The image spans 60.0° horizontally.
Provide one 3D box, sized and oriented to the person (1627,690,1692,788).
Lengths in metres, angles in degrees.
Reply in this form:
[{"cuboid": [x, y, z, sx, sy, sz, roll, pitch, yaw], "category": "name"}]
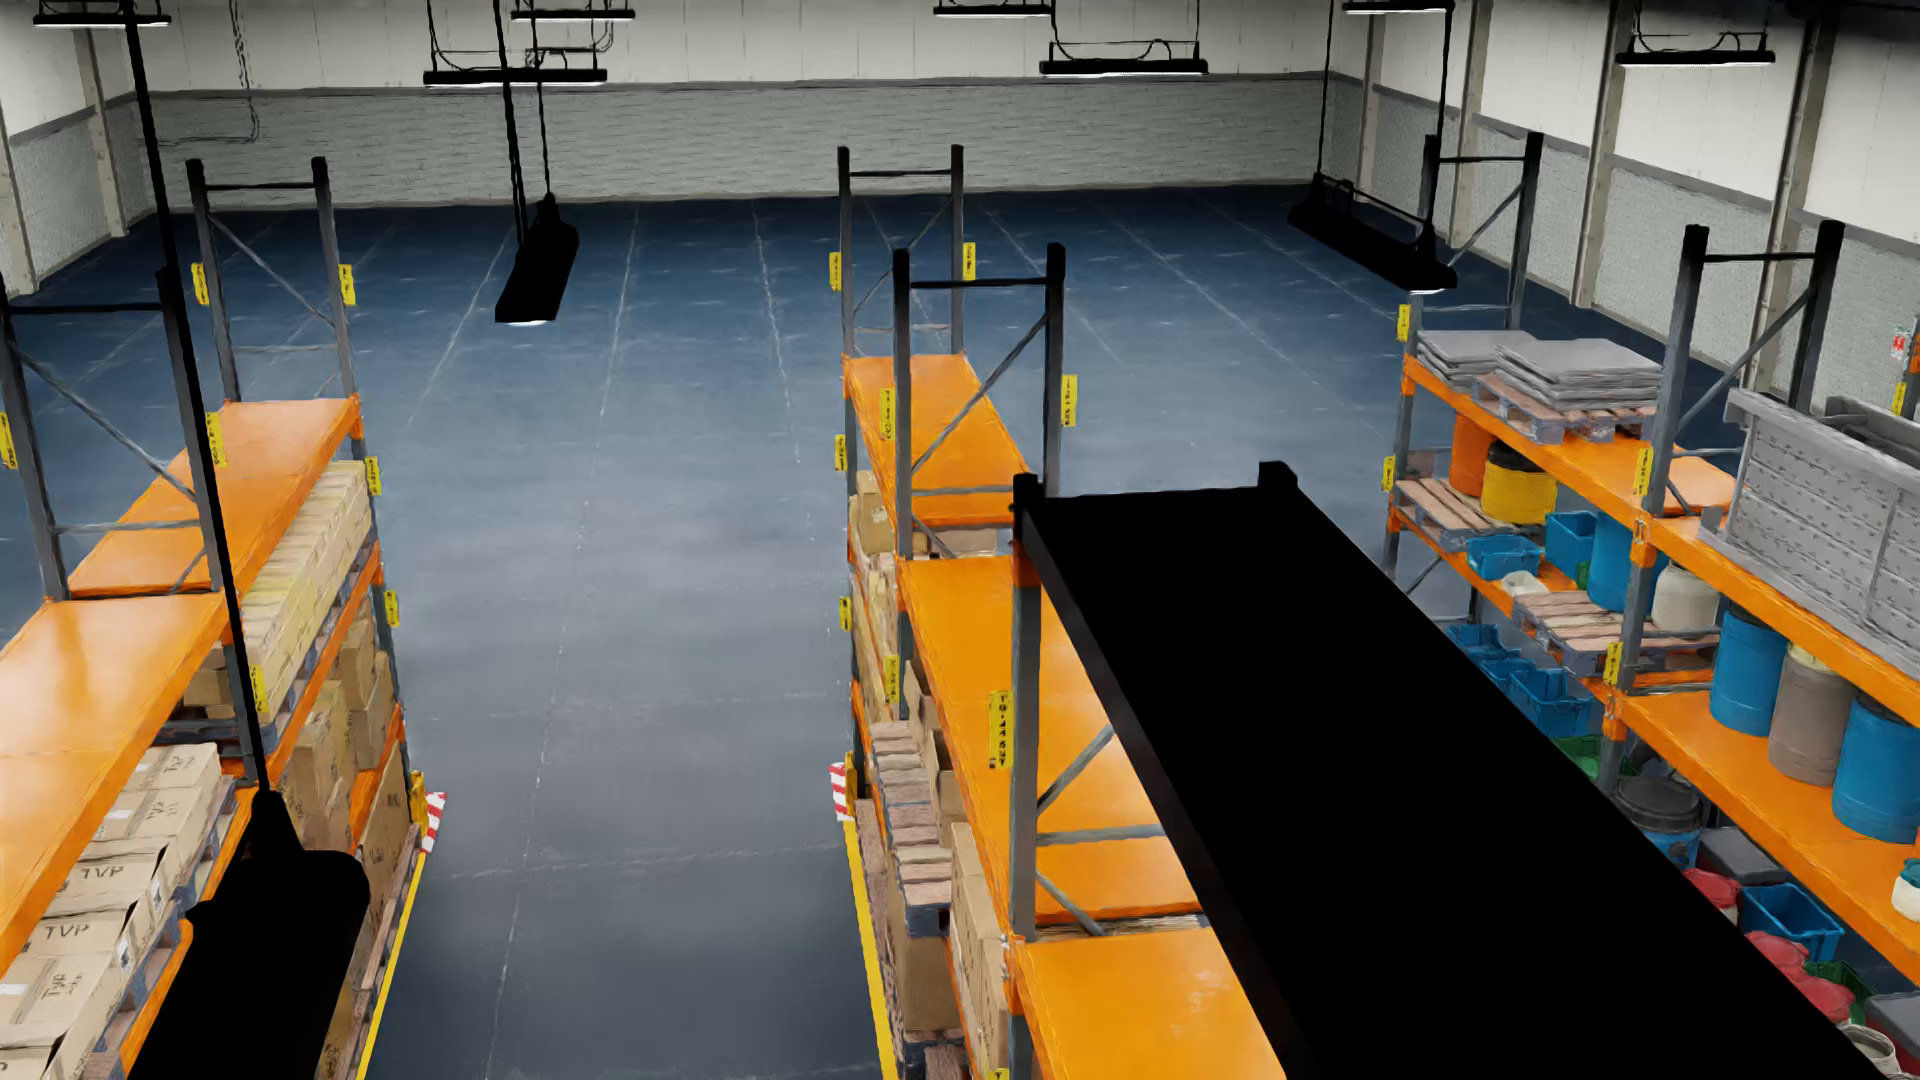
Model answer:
[{"cuboid": [6.356, 1.724, 15.049, 0.448, 1.617, 0.996, -6, 22, -15], "category": "person"}]
